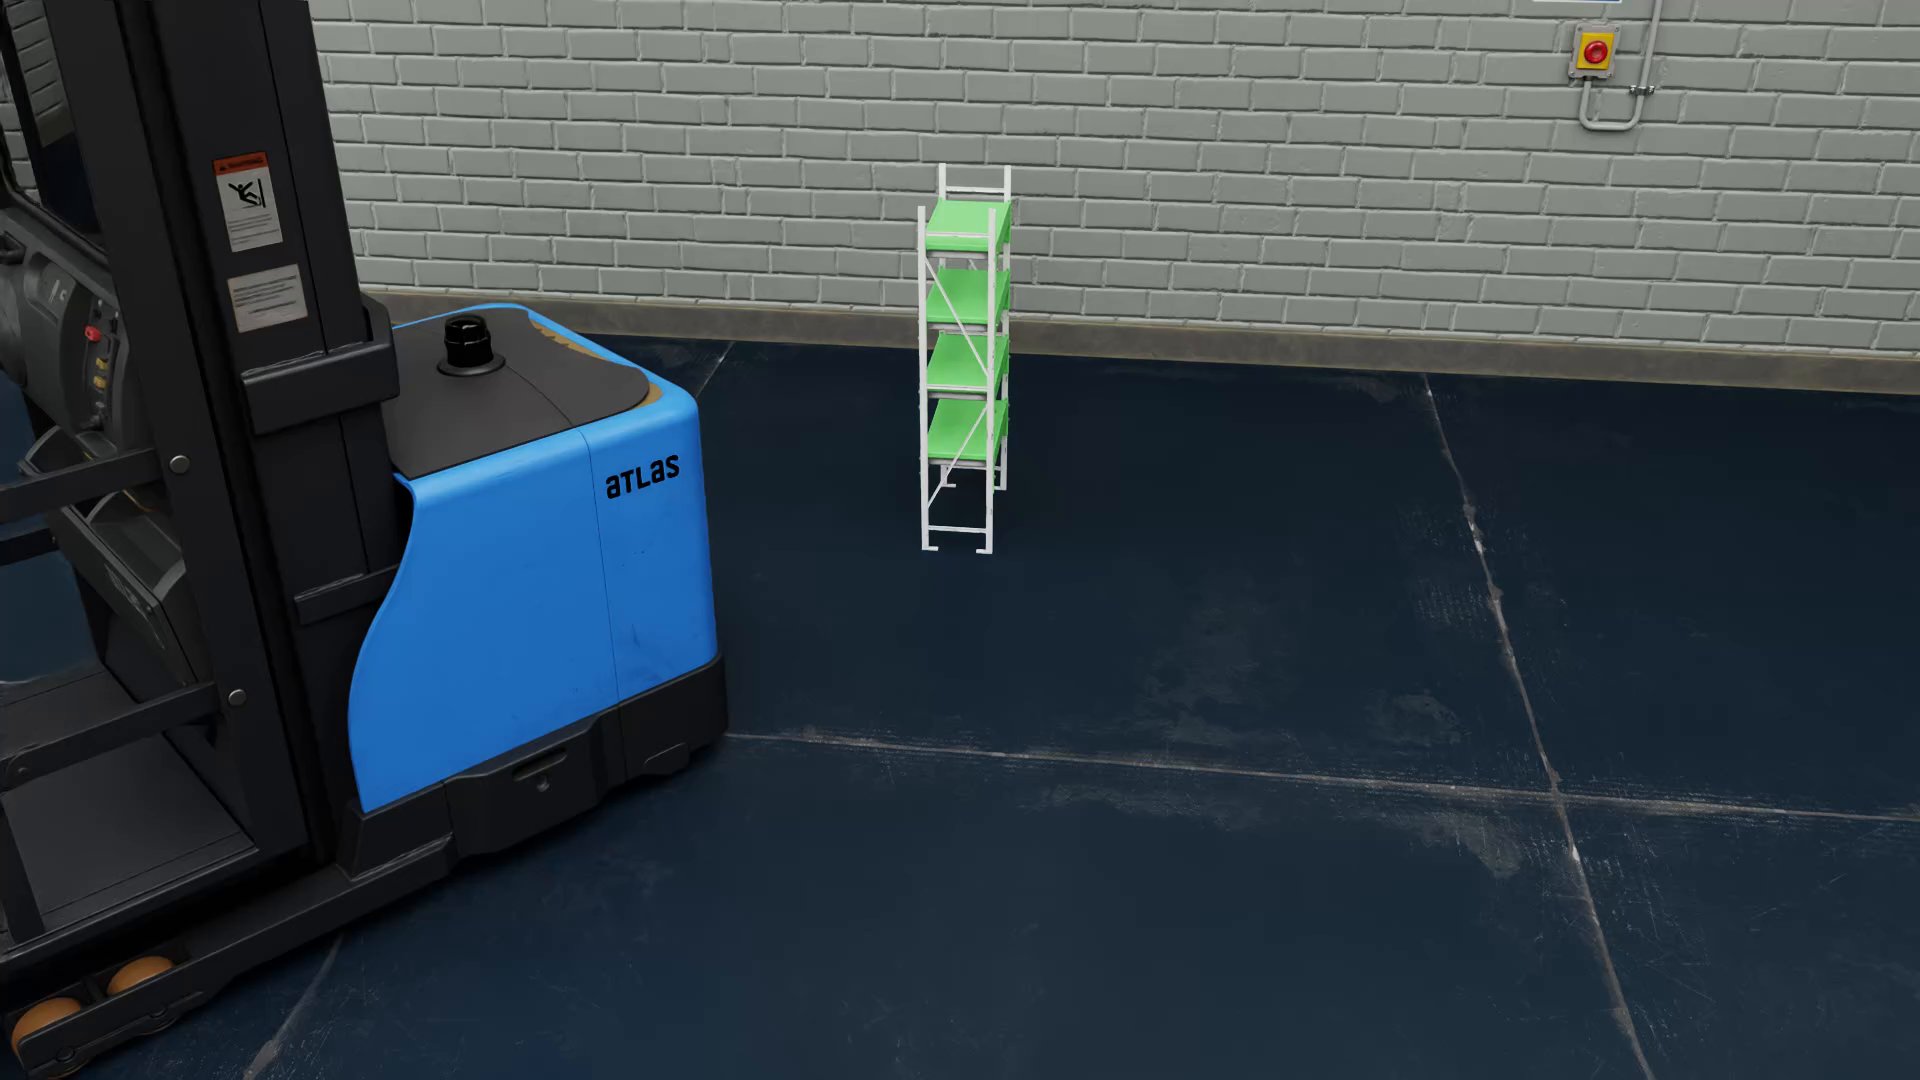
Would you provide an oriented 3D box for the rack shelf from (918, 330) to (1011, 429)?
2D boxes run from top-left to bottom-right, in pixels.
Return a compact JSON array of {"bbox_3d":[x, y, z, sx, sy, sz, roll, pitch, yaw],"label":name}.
[{"bbox_3d":[0.020,-0.550,5.640,0.258,0.148,0.480,3,28,6],"label":"rack shelf"}]

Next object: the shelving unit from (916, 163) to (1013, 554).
[{"bbox_3d":[0.020,-0.606,5.610,0.258,1.200,0.503,3,28,6],"label":"shelving unit"}]

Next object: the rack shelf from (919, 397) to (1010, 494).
[{"bbox_3d":[0.020,-0.339,5.754,0.258,0.148,0.480,3,28,6],"label":"rack shelf"}]

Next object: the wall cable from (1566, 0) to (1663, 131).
[{"bbox_3d":[2.390,-2.454,6.038,0.585,1.953,0.123,3,28,6],"label":"wall cable"}]

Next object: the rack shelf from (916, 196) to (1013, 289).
[{"bbox_3d":[0.020,-0.972,5.413,0.258,0.148,0.480,3,28,6],"label":"rack shelf"}]

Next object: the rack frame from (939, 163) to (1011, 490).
[{"bbox_3d":[0.050,-0.721,5.823,0.240,1.200,0.015,3,28,6],"label":"rack frame"}]

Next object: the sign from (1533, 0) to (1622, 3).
[{"bbox_3d":[2.349,-2.144,6.281,0.327,0.218,0.001,3,28,6],"label":"sign"}]

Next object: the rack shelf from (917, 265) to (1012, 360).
[{"bbox_3d":[0.020,-0.761,5.527,0.258,0.148,0.480,3,28,6],"label":"rack shelf"}]

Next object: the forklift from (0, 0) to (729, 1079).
[{"bbox_3d":[-2.076,-0.409,3.419,3.031,2.935,1.130,-23,36,-36],"label":"forklift"}]

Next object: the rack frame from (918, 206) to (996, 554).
[{"bbox_3d":[-0.010,-0.491,5.397,0.240,1.200,0.015,3,28,6],"label":"rack frame"}]
